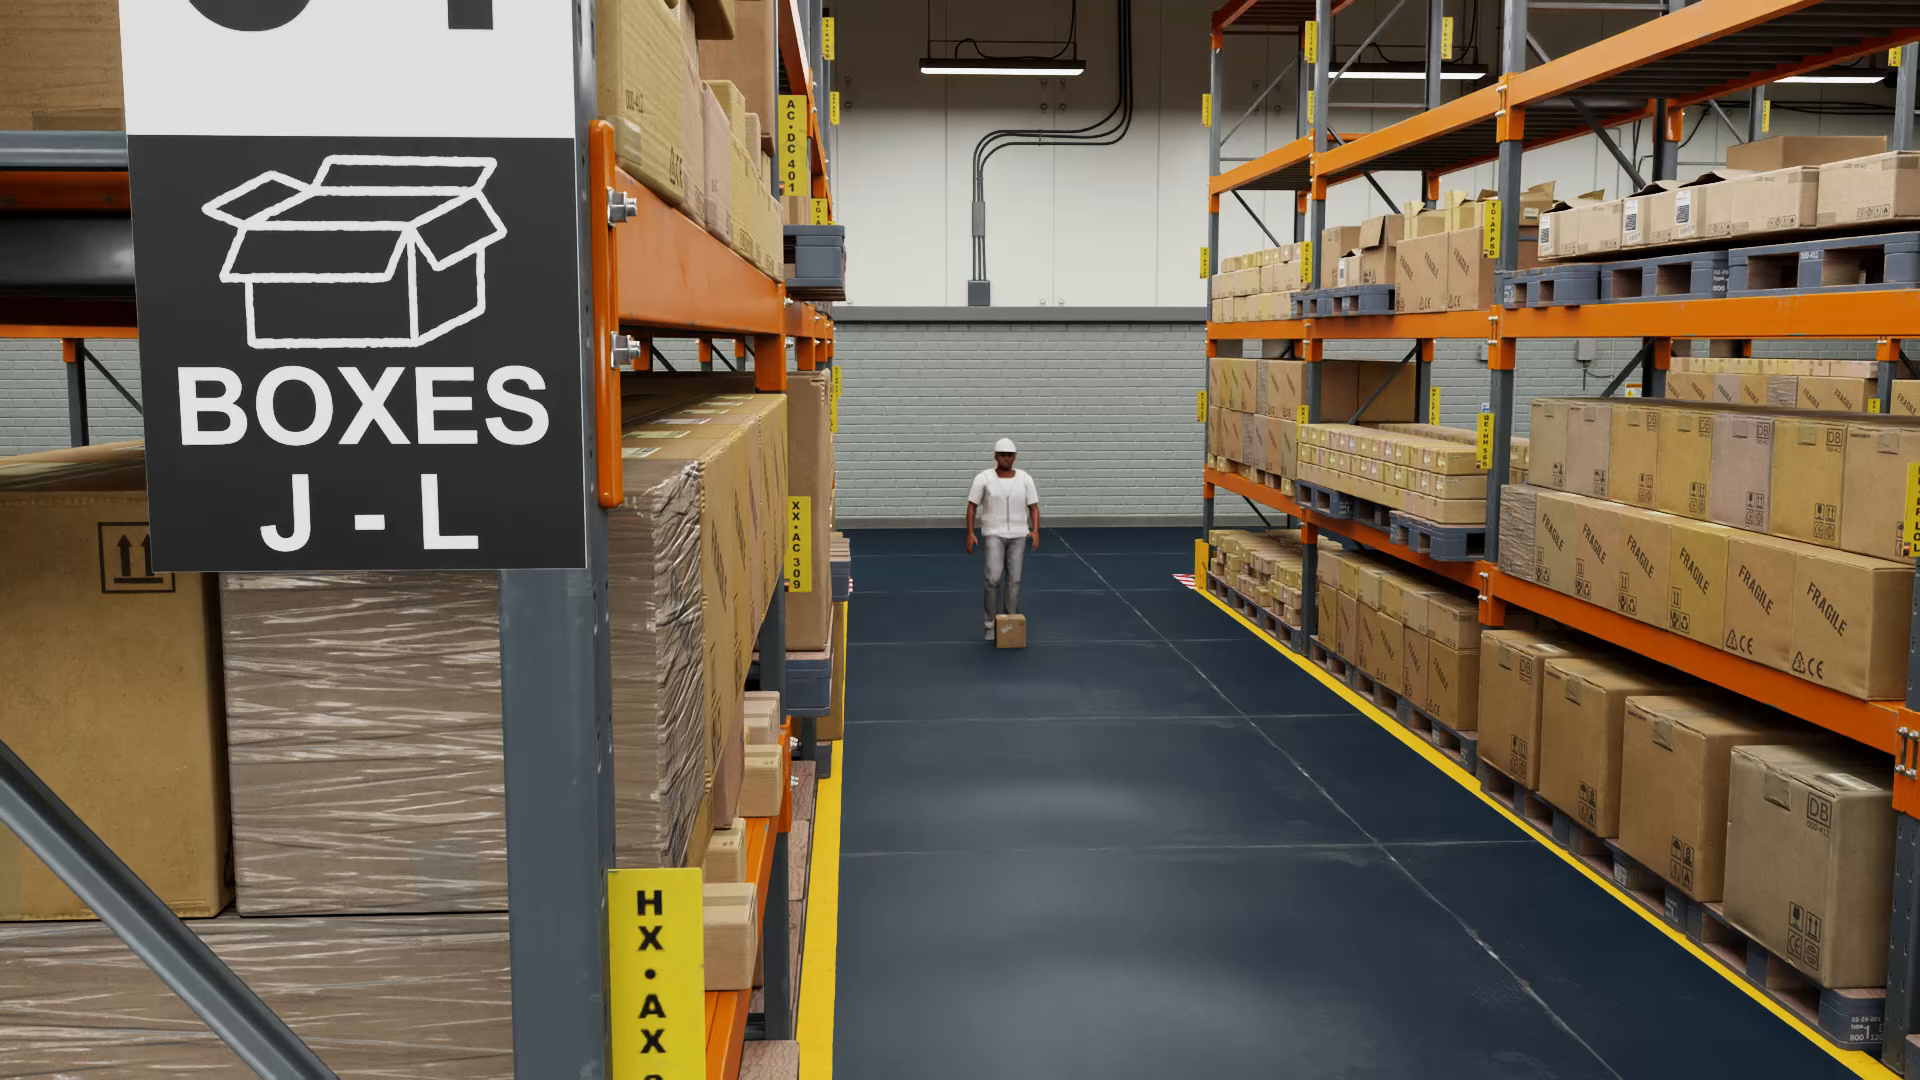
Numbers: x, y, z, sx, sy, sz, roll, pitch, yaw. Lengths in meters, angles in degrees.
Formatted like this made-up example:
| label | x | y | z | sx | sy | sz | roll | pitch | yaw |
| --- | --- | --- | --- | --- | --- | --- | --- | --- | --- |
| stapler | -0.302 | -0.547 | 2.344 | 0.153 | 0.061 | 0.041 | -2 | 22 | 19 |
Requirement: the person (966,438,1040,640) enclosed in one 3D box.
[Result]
| label | x | y | z | sx | sy | sz | roll | pitch | yaw |
| --- | --- | --- | --- | --- | --- | --- | --- | --- | --- |
| person | 0.390 | 0.024 | 14.768 | 0.661 | 1.853 | 0.468 | -1 | 7 | -12 |
